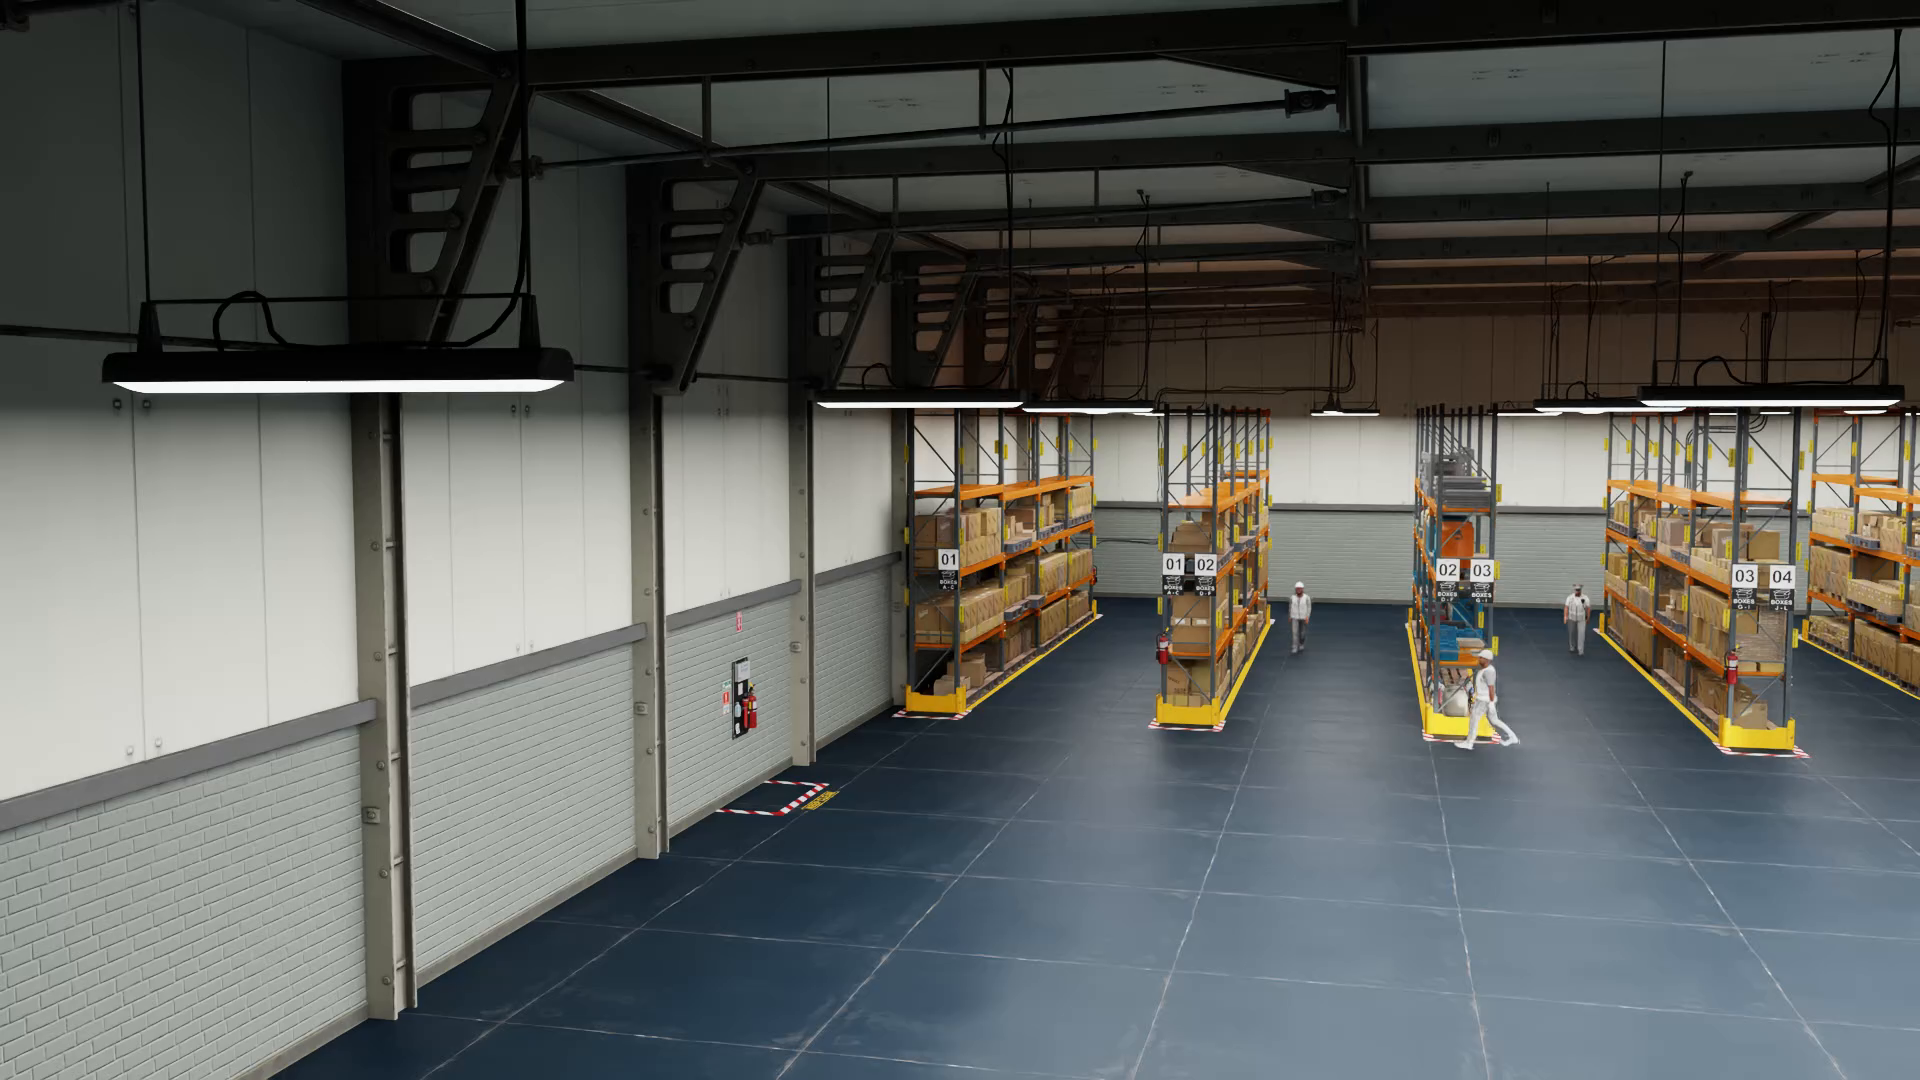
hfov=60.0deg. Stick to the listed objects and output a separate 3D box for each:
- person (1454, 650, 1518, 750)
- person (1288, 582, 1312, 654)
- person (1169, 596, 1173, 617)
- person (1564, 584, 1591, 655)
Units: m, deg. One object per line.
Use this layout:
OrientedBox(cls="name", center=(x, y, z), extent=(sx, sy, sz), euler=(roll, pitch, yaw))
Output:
OrientedBox(cls="person", center=(9.101, 2.759, 28.709), extent=(1.065, 1.745, 0.551), euler=(1, 4, 15))
OrientedBox(cls="person", center=(8.306, 1.887, 40.608), extent=(0.534, 1.707, 1.075), euler=(1, 4, 8))
OrientedBox(cls="person", center=(5.786, 1.739, 43.568), extent=(0.516, 1.644, 0.576), euler=(-1, 4, -12))
OrientedBox(cls="person", center=(14.998, 1.901, 40.413), extent=(0.625, 1.700, 1.077), euler=(1, 4, 17))
